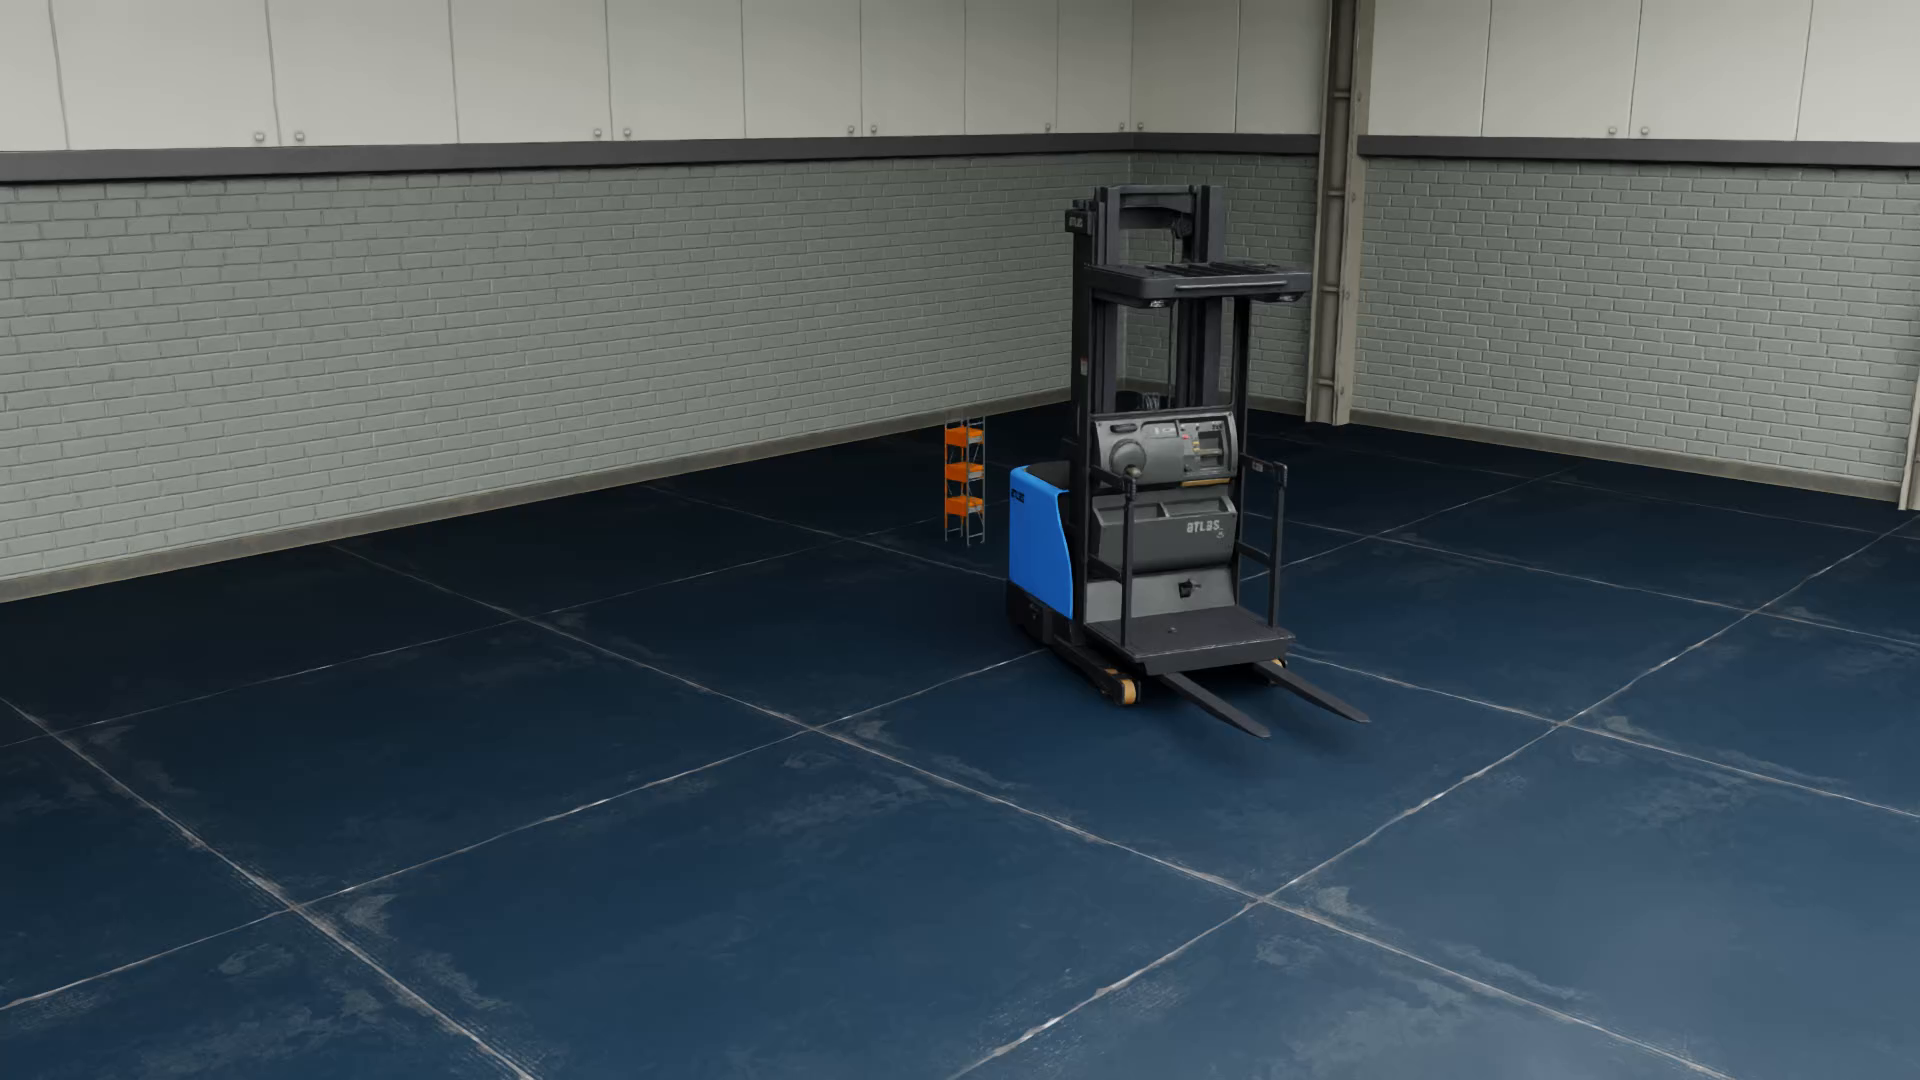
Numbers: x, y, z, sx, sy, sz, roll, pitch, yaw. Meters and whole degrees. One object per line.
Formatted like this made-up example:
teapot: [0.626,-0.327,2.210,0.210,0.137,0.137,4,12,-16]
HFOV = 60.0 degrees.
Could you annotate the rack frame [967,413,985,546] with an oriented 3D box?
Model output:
rack frame: [0.126,-0.477,13.182,0.008,1.050,0.200,14,20,42]

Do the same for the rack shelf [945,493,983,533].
rack shelf: [0.039,-0.219,13.337,0.240,0.259,0.215,14,20,42]

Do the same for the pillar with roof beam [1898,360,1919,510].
pillar with roof beam: [5.413,-3.833,10.297,0.400,9.000,9.100,14,20,42]

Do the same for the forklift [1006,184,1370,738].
forklift: [1.323,-0.566,9.791,1.130,2.935,3.031,-6,16,-21]

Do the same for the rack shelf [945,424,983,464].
rack shelf: [0.038,-0.763,13.195,0.240,0.259,0.215,14,20,42]

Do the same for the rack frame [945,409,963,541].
rack frame: [-0.049,-0.520,13.346,0.008,1.050,0.200,14,20,42]

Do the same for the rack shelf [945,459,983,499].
rack shelf: [0.039,-0.488,13.266,0.240,0.259,0.215,14,20,42]

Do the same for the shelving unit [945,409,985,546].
shelving unit: [0.039,-0.499,13.264,0.252,1.050,0.215,14,20,42]

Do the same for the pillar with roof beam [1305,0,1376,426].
pillar with roof beam: [1.094,-4.883,14.327,0.400,9.000,9.100,14,20,42]
